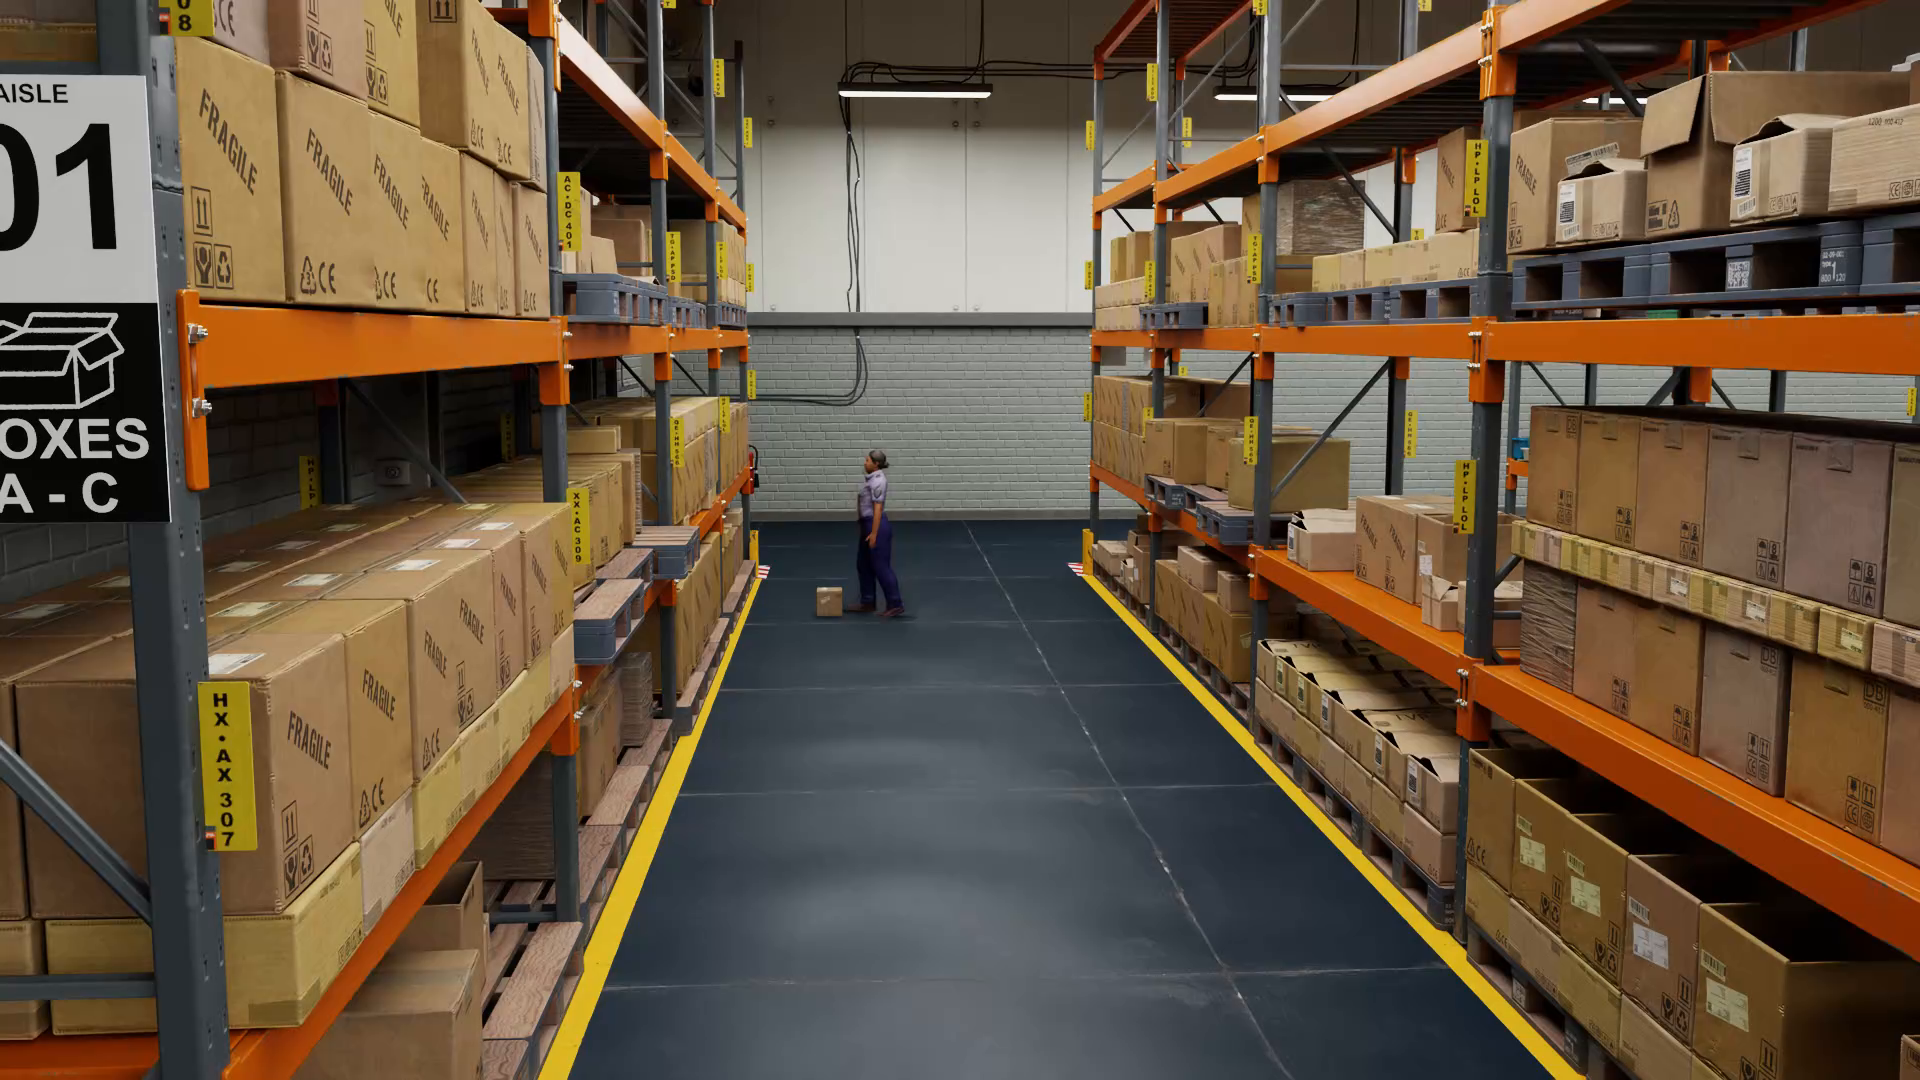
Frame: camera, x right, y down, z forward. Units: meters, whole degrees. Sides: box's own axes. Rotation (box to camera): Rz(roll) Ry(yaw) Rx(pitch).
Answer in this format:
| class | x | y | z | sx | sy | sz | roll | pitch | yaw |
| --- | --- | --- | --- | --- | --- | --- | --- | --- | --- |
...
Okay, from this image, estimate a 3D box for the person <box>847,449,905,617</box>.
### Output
| class | x | y | z | sx | sy | sz | roll | pitch | yaw |
| --- | --- | --- | --- | --- | --- | --- | --- | --- | --- |
| person | -0.842 | -0.065 | 16.477 | 0.578 | 1.667 | 0.476 | 0 | 7 | -3 |
